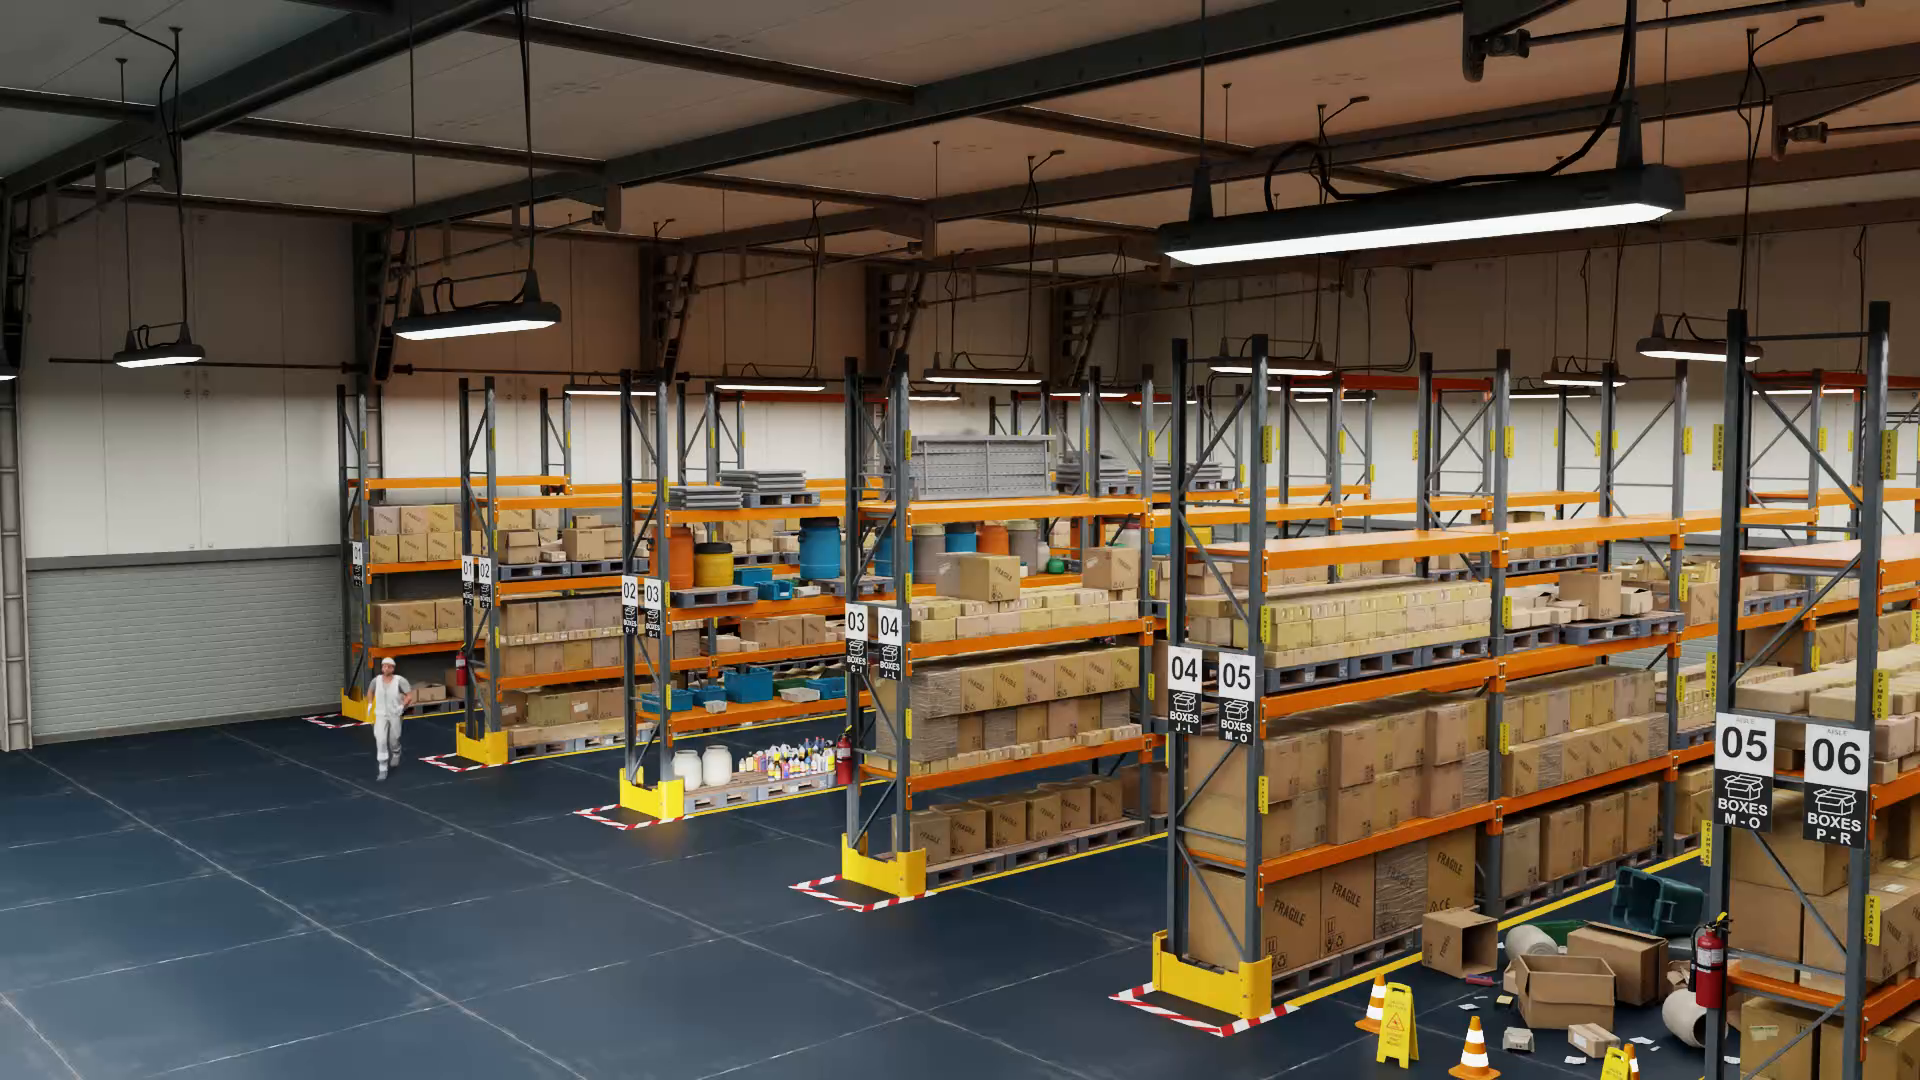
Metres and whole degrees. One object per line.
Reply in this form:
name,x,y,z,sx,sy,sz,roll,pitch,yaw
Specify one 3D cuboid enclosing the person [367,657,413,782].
person,-8.568,2.596,25.003,0.682,1.704,0.800,-1,4,-9
